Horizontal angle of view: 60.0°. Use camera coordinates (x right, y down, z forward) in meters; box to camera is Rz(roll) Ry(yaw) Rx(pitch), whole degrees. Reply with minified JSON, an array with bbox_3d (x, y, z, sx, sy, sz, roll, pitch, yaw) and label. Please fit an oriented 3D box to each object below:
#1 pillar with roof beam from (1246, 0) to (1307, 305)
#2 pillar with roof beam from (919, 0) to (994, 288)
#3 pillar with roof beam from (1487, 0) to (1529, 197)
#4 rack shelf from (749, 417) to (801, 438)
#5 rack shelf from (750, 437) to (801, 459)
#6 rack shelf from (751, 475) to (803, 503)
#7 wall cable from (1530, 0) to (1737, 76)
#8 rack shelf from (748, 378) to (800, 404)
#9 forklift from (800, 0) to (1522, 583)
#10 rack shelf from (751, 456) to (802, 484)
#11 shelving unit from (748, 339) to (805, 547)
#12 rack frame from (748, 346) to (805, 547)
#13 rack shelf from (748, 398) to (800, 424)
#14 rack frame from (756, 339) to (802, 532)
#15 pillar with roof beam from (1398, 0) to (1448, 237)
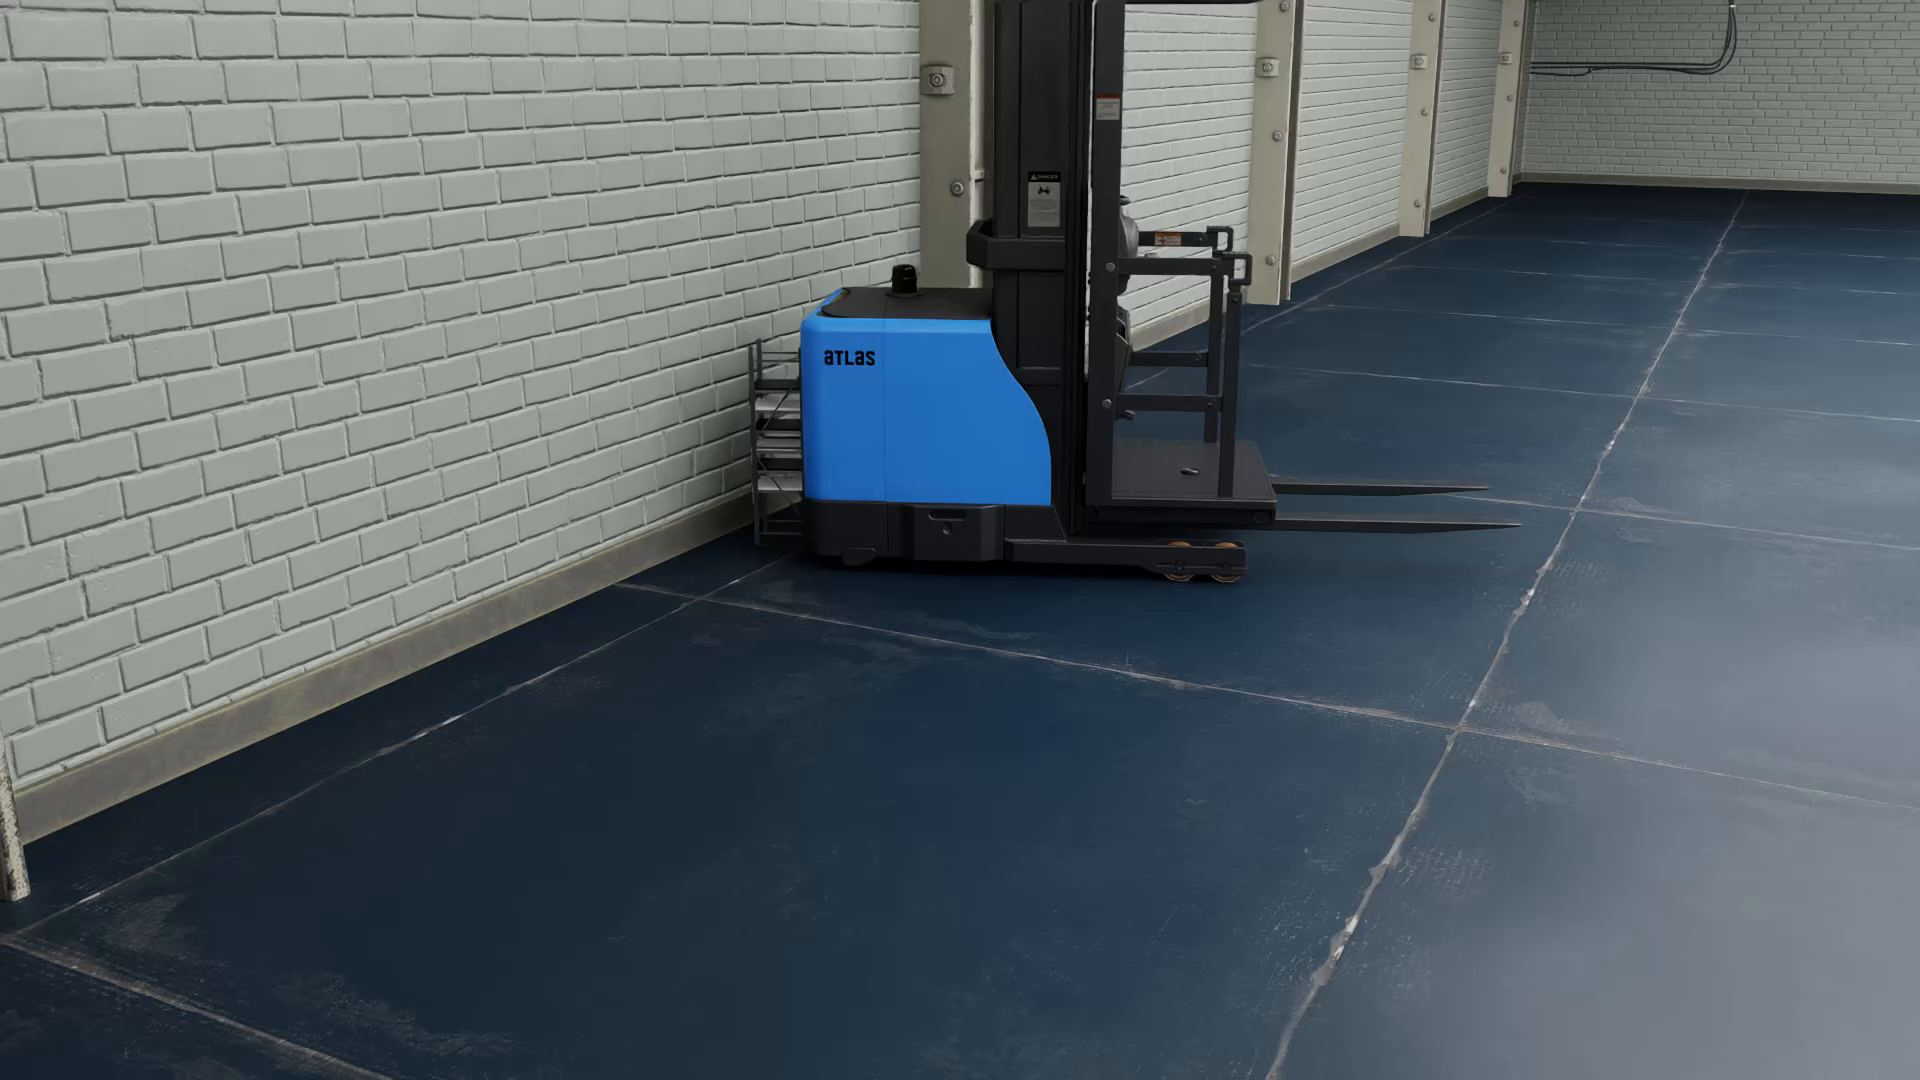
[{"bbox_3d":[6.538,-5.861,11.451,9.100,9.000,0.400,8,18,25],"label":"pillar with roof beam"},{"bbox_3d":[3.857,-4.332,6.306,9.100,9.000,0.400,8,18,25],"label":"pillar with roof beam"},{"bbox_3d":[11.900,-8.917,21.742,9.100,9.000,0.400,8,18,25],"label":"pillar with roof beam"},{"bbox_3d":[-0.788,-0.484,7.375,0.258,0.077,0.200,1,17,3],"label":"rack shelf"},{"bbox_3d":[-0.788,-0.398,7.401,0.258,0.077,0.200,1,17,3],"label":"rack shelf"},{"bbox_3d":[-0.788,-0.225,7.452,0.258,0.077,0.200,1,17,3],"label":"rack shelf"},{"bbox_3d":[10.548,-8.559,25.989,3.097,2.526,0.112,8,18,25],"label":"wall cable"},{"bbox_3d":[-0.788,-0.657,7.324,0.258,0.077,0.200,1,17,3],"label":"rack shelf"},{"bbox_3d":[0.871,-1.385,7.038,3.031,2.935,1.130,1,17,5],"label":"forklift"},{"bbox_3d":[-0.788,-0.312,7.426,0.258,0.077,0.200,1,17,3],"label":"rack shelf"},{"bbox_3d":[-0.788,-0.430,7.391,0.258,0.900,0.210,1,17,3],"label":"shelving unit"},{"bbox_3d":[-0.795,-0.401,7.294,0.240,0.900,0.006,1,17,3],"label":"rack frame"},{"bbox_3d":[-0.788,-0.570,7.349,0.258,0.077,0.200,1,17,3],"label":"rack shelf"},{"bbox_3d":[-0.782,-0.459,7.488,0.240,0.900,0.006,1,17,3],"label":"rack frame"},{"bbox_3d":[9.219,-7.389,16.597,9.100,9.000,0.400,8,18,25],"label":"pillar with roof beam"}]
